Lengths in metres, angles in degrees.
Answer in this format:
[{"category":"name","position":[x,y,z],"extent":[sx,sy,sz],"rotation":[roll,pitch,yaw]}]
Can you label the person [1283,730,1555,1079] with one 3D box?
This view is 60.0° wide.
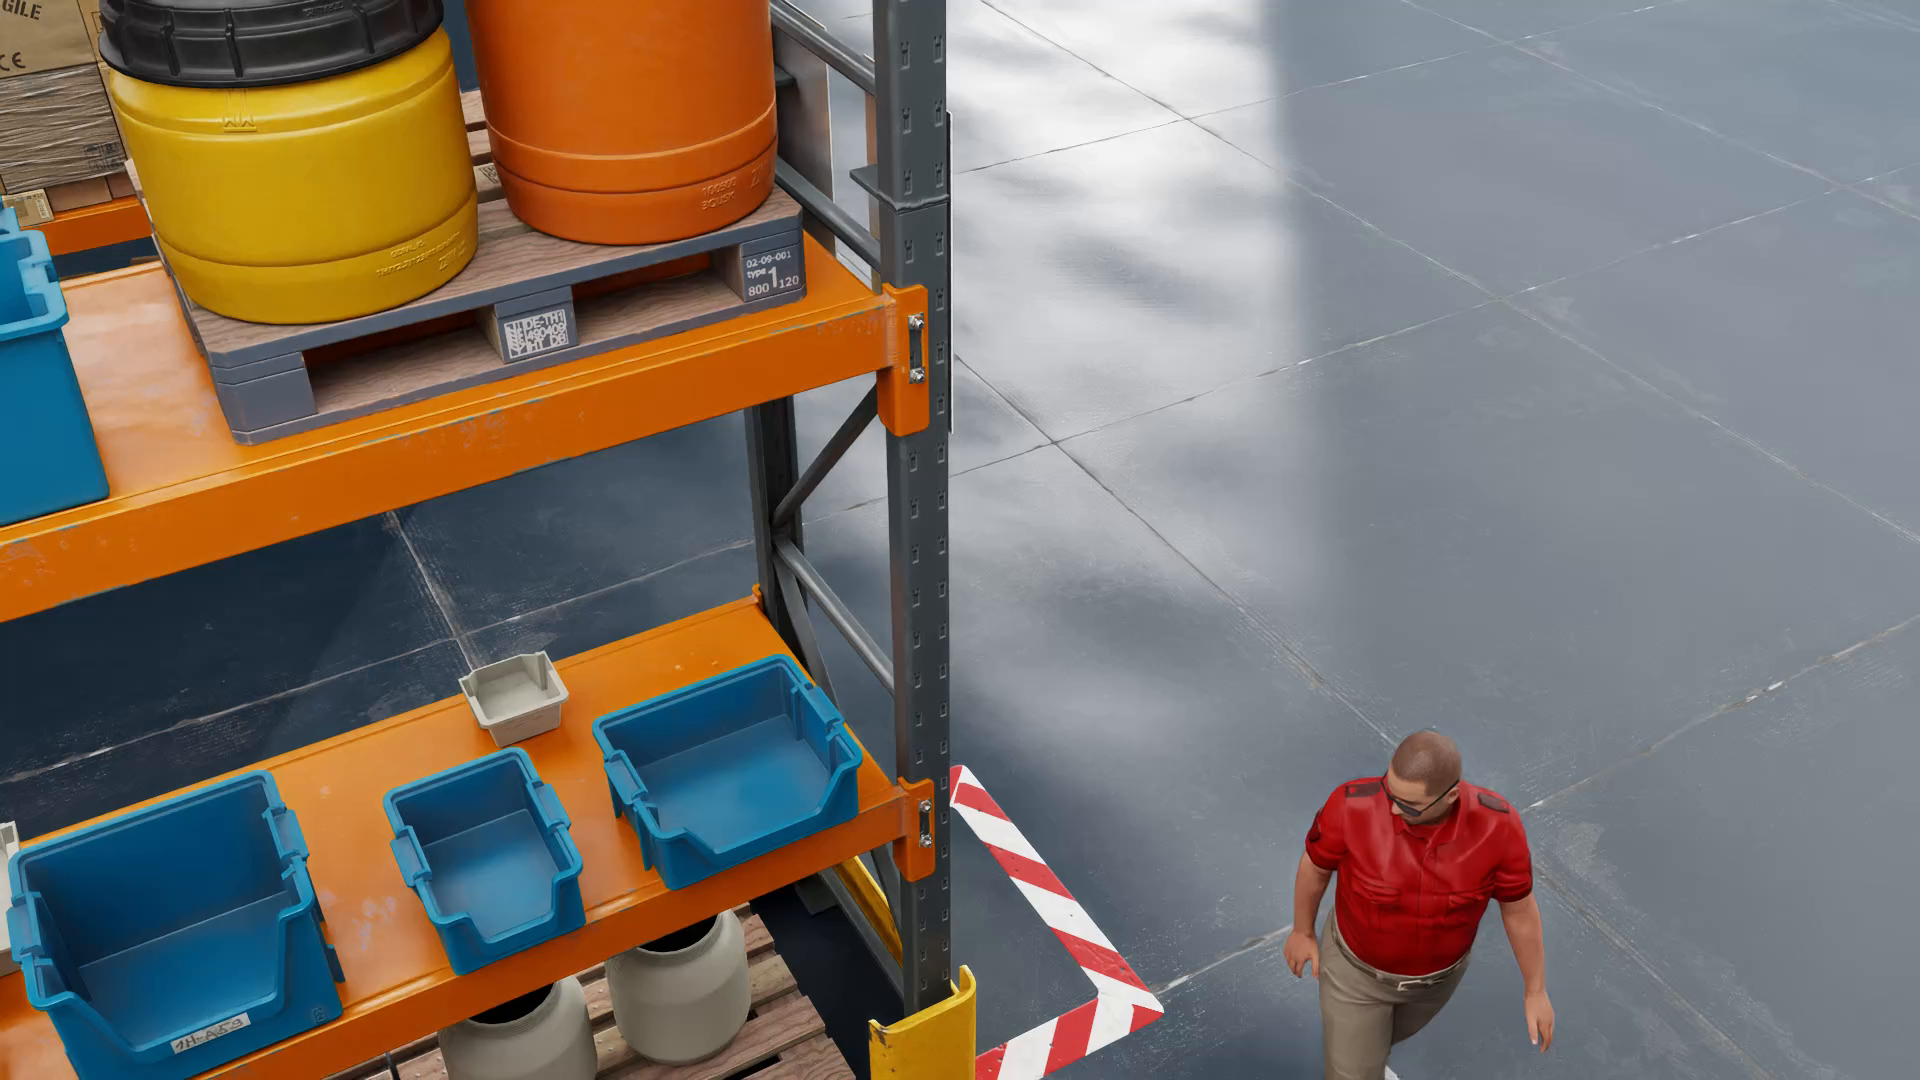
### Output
[{"category":"person","position":[1.263,1.199,4.530],"extent":[0.656,1.699,0.817],"rotation":[-3,37,-4]}]
